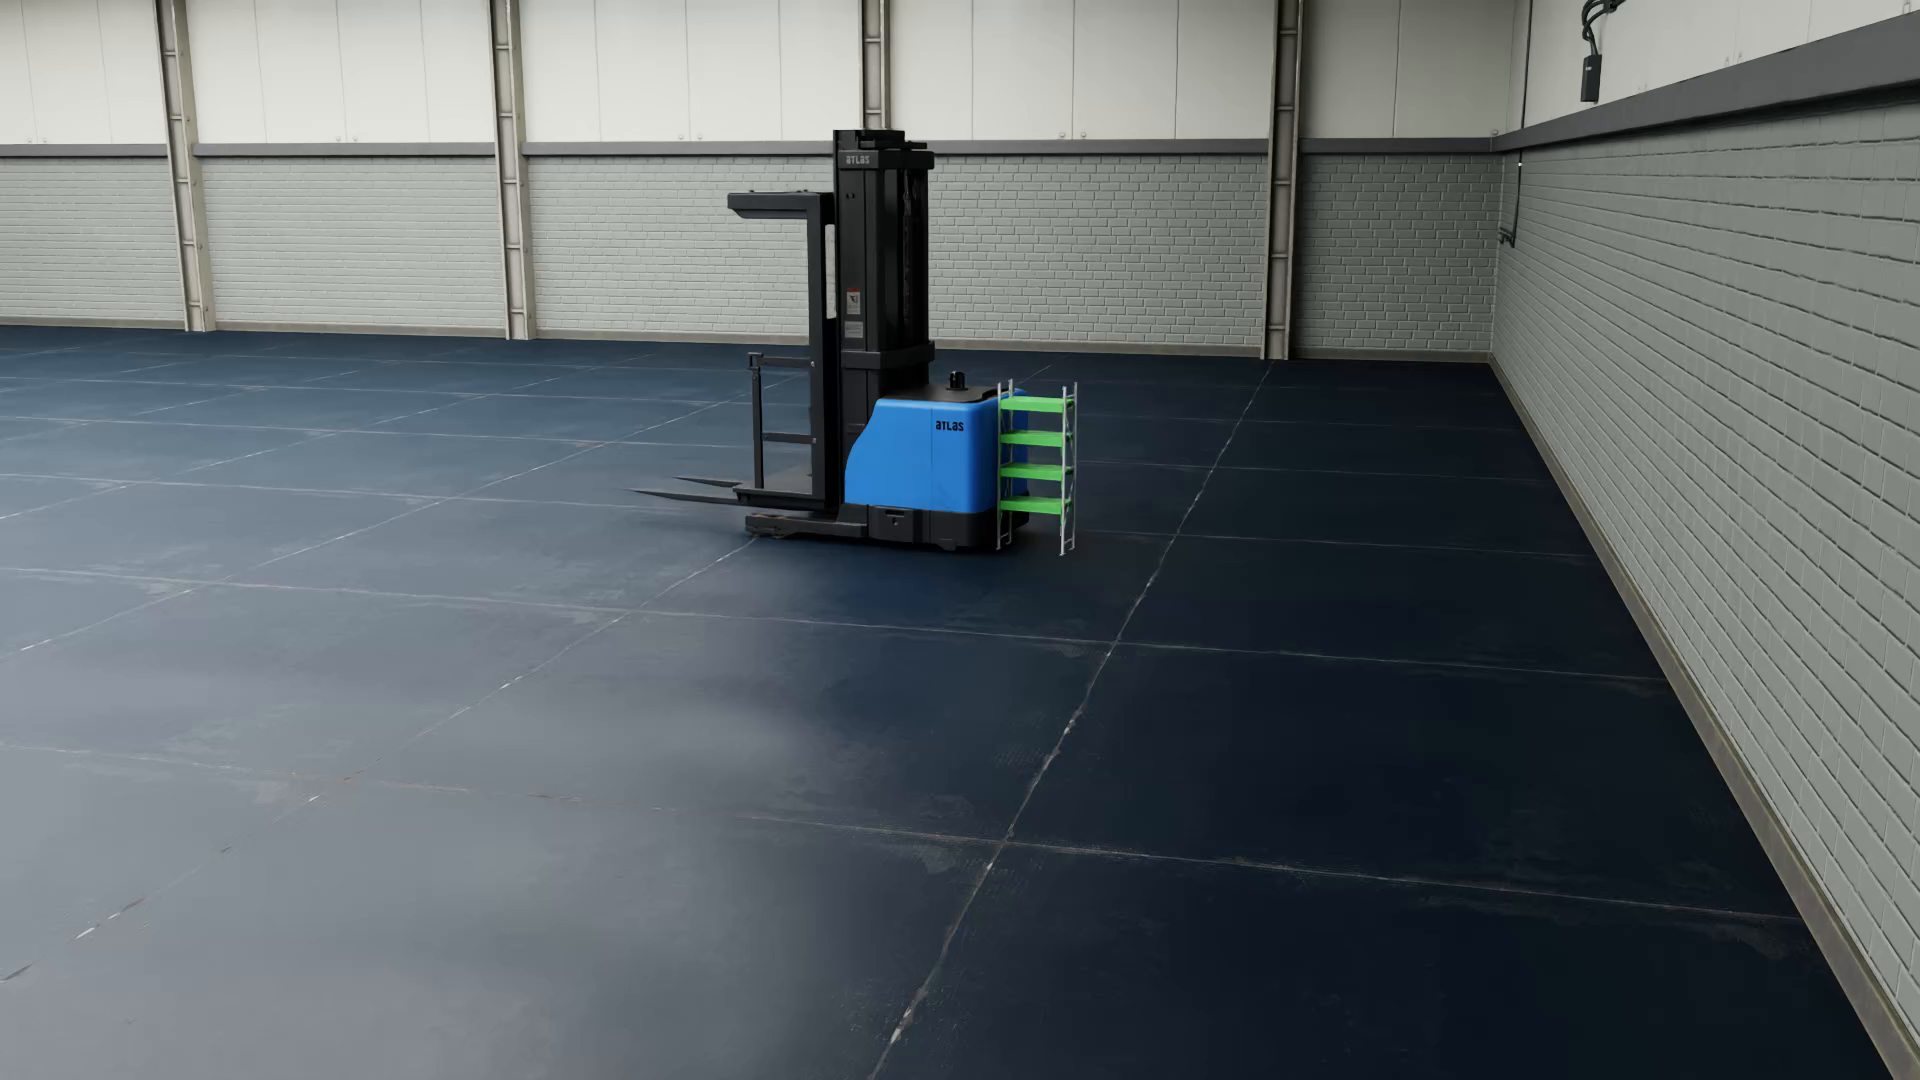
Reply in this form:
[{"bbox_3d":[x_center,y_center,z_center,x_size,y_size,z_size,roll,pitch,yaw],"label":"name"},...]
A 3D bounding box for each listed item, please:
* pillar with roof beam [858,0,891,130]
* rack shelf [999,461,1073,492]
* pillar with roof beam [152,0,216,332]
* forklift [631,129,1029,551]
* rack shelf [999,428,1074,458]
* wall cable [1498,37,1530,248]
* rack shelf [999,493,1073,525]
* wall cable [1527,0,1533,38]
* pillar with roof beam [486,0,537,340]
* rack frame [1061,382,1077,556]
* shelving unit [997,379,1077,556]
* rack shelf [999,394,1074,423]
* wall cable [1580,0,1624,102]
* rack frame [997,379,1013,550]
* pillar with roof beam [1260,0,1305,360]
[{"bbox_3d":[-2.294,-6.430,20.438,0.400,9.000,9.100,3,13,14],"label":"pillar with roof beam"},{"bbox_3d":[0.545,-0.456,11.812,0.480,0.148,0.258,5,14,23],"label":"rack shelf"},{"bbox_3d":[-13.944,-7.052,23.245,0.400,9.000,9.100,3,13,14],"label":"pillar with roof beam"},{"bbox_3d":[-1.044,-1.538,12.401,3.031,2.935,1.130,5,14,23],"label":"forklift"},{"bbox_3d":[0.545,-0.690,11.760,0.480,0.148,0.258,5,14,23],"label":"rack shelf"},{"bbox_3d":[7.106,-5.077,21.509,0.112,2.526,3.097,3,13,14],"label":"wall cable"},{"bbox_3d":[0.545,-0.221,11.864,0.480,0.148,0.258,5,14,23],"label":"rack shelf"},{"bbox_3d":[6.458,-6.973,18.398,0.112,2.526,3.097,3,13,14],"label":"wall cable"},{"bbox_3d":[-8.119,-6.741,21.842,0.400,9.000,9.100,3,13,14],"label":"pillar with roof beam"},{"bbox_3d":[0.769,-0.497,11.704,0.015,1.200,0.240,5,14,23],"label":"rack frame"},{"bbox_3d":[0.545,-0.518,11.799,0.503,1.200,0.258,5,14,23],"label":"shelving unit"},{"bbox_3d":[0.545,-0.924,11.708,0.480,0.148,0.258,5,14,23],"label":"rack shelf"},{"bbox_3d":[4.816,-6.257,11.810,0.169,6.003,2.305,3,13,14],"label":"wall cable"},{"bbox_3d":[0.321,-0.539,11.893,0.015,1.200,0.240,5,14,23],"label":"rack frame"},{"bbox_3d":[3.531,-6.118,19.035,0.400,9.000,9.100,3,13,14],"label":"pillar with roof beam"}]
